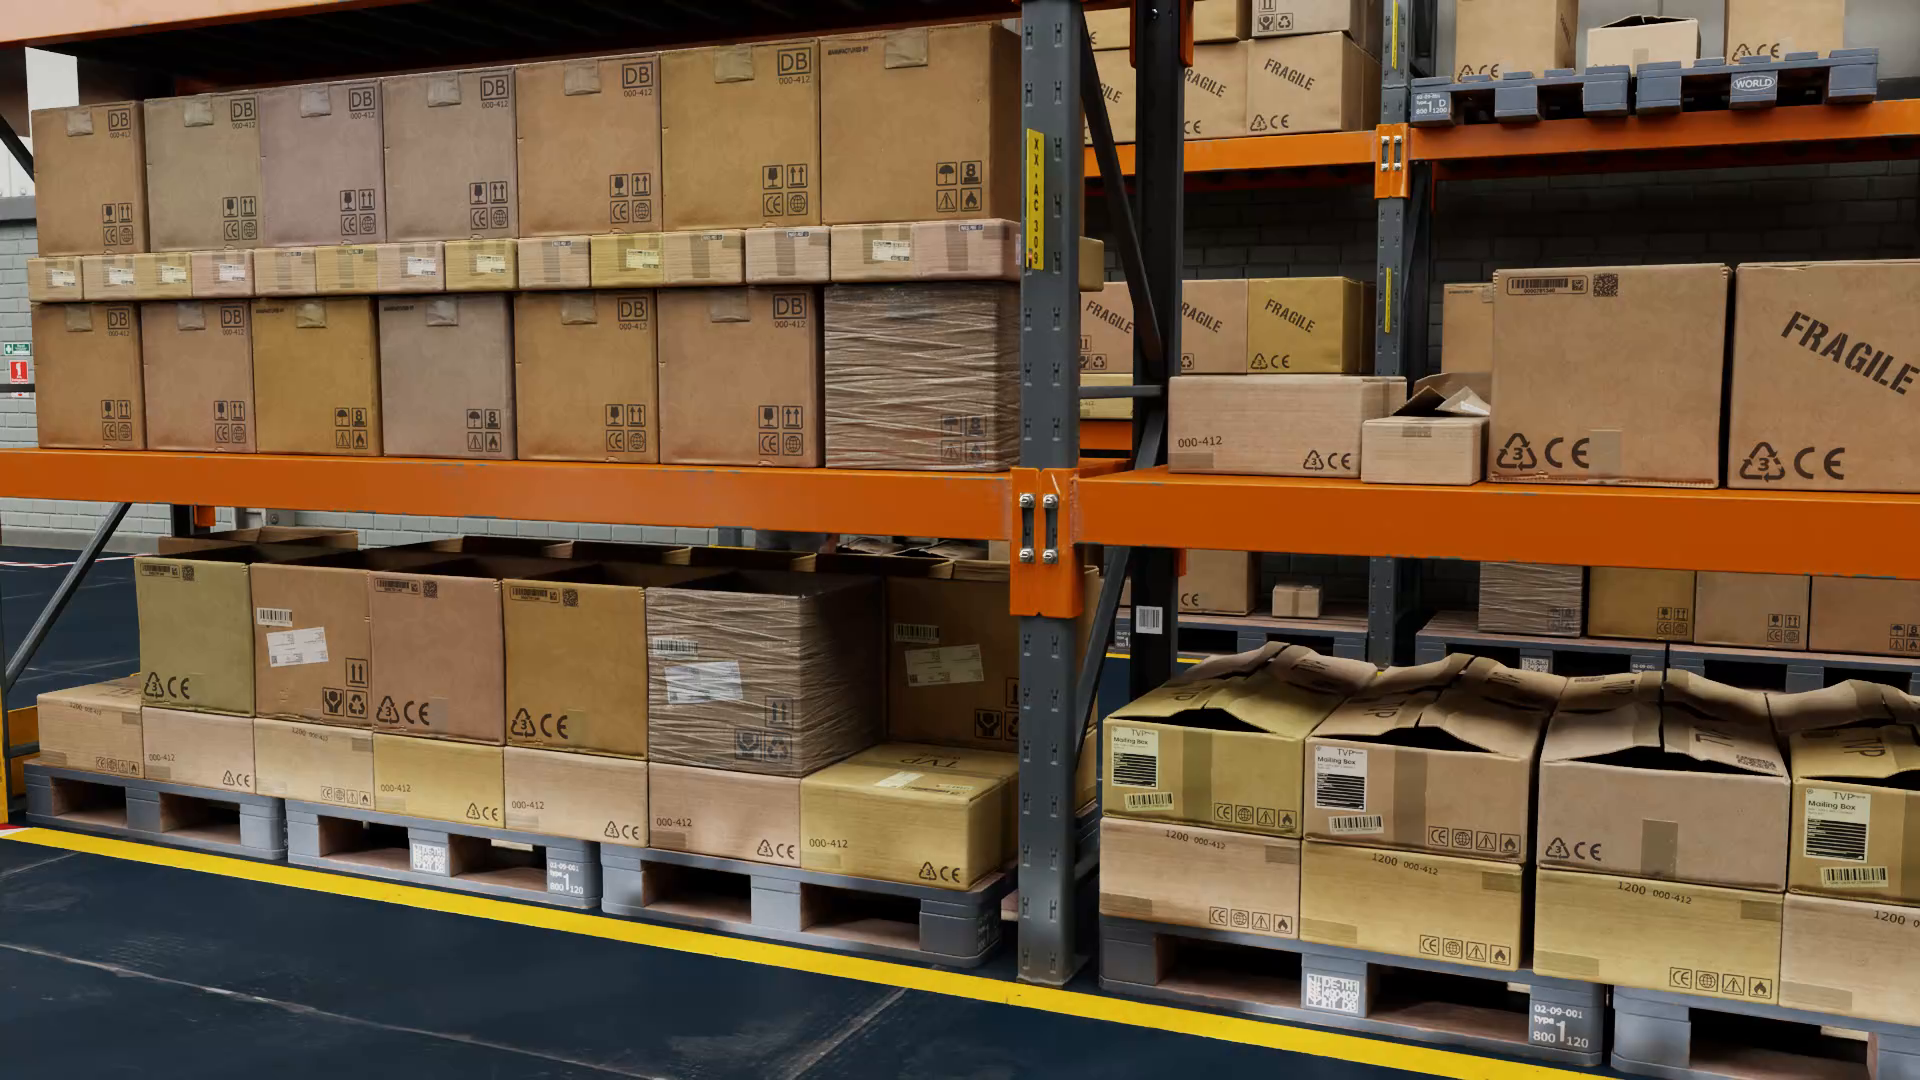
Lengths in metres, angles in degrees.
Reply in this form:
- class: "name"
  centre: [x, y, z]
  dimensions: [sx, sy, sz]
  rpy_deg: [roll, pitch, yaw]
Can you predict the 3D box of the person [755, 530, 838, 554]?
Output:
- class: "person"
  centre: [-0.709, 0.009, 7.346]
  dimensions: [0.440, 1.653, 0.300]
  rpy_deg: [3, 6, 25]
